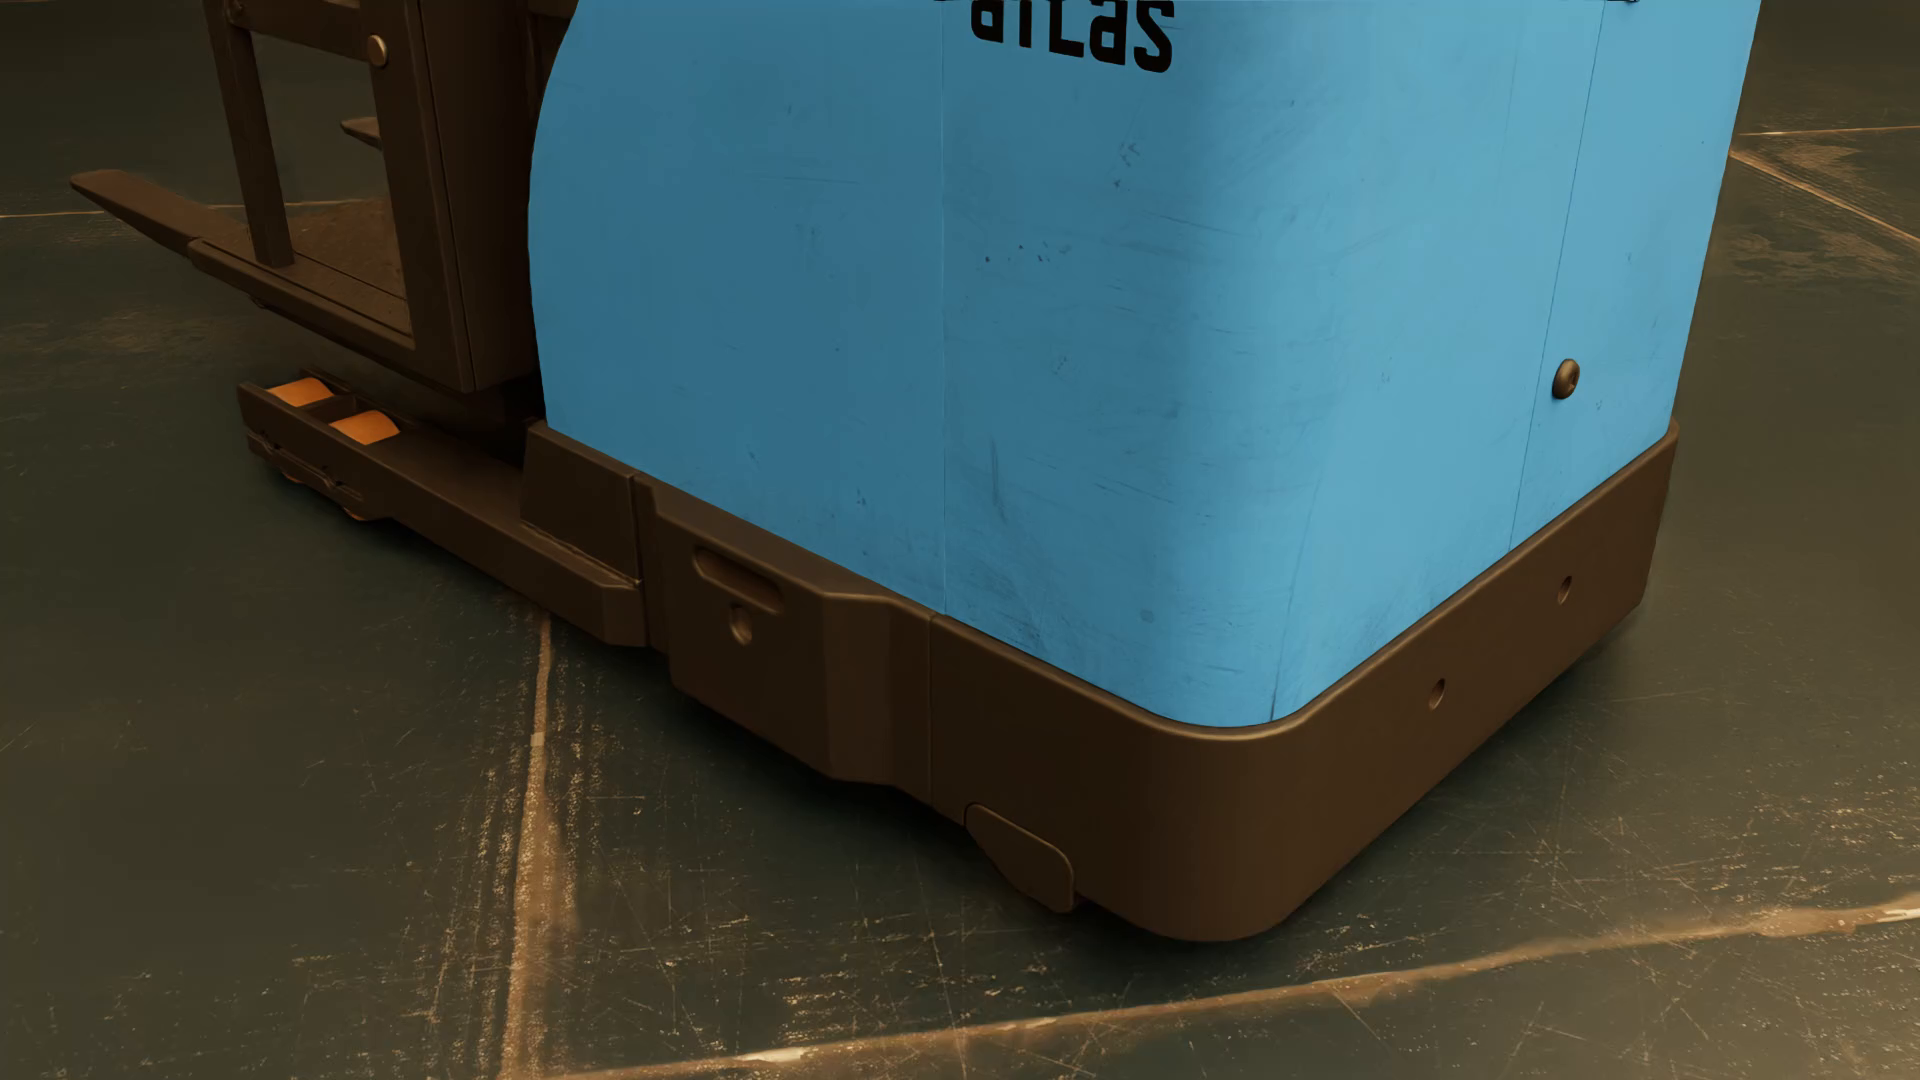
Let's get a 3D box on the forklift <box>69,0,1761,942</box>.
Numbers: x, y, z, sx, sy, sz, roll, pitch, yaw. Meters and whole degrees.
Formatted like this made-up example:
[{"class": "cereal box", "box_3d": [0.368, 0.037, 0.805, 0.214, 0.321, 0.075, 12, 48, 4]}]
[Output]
[{"class": "forklift", "box_3d": [-0.507, -1.483, 2.167, 3.031, 2.935, 1.130, 23, 36, 37]}]
